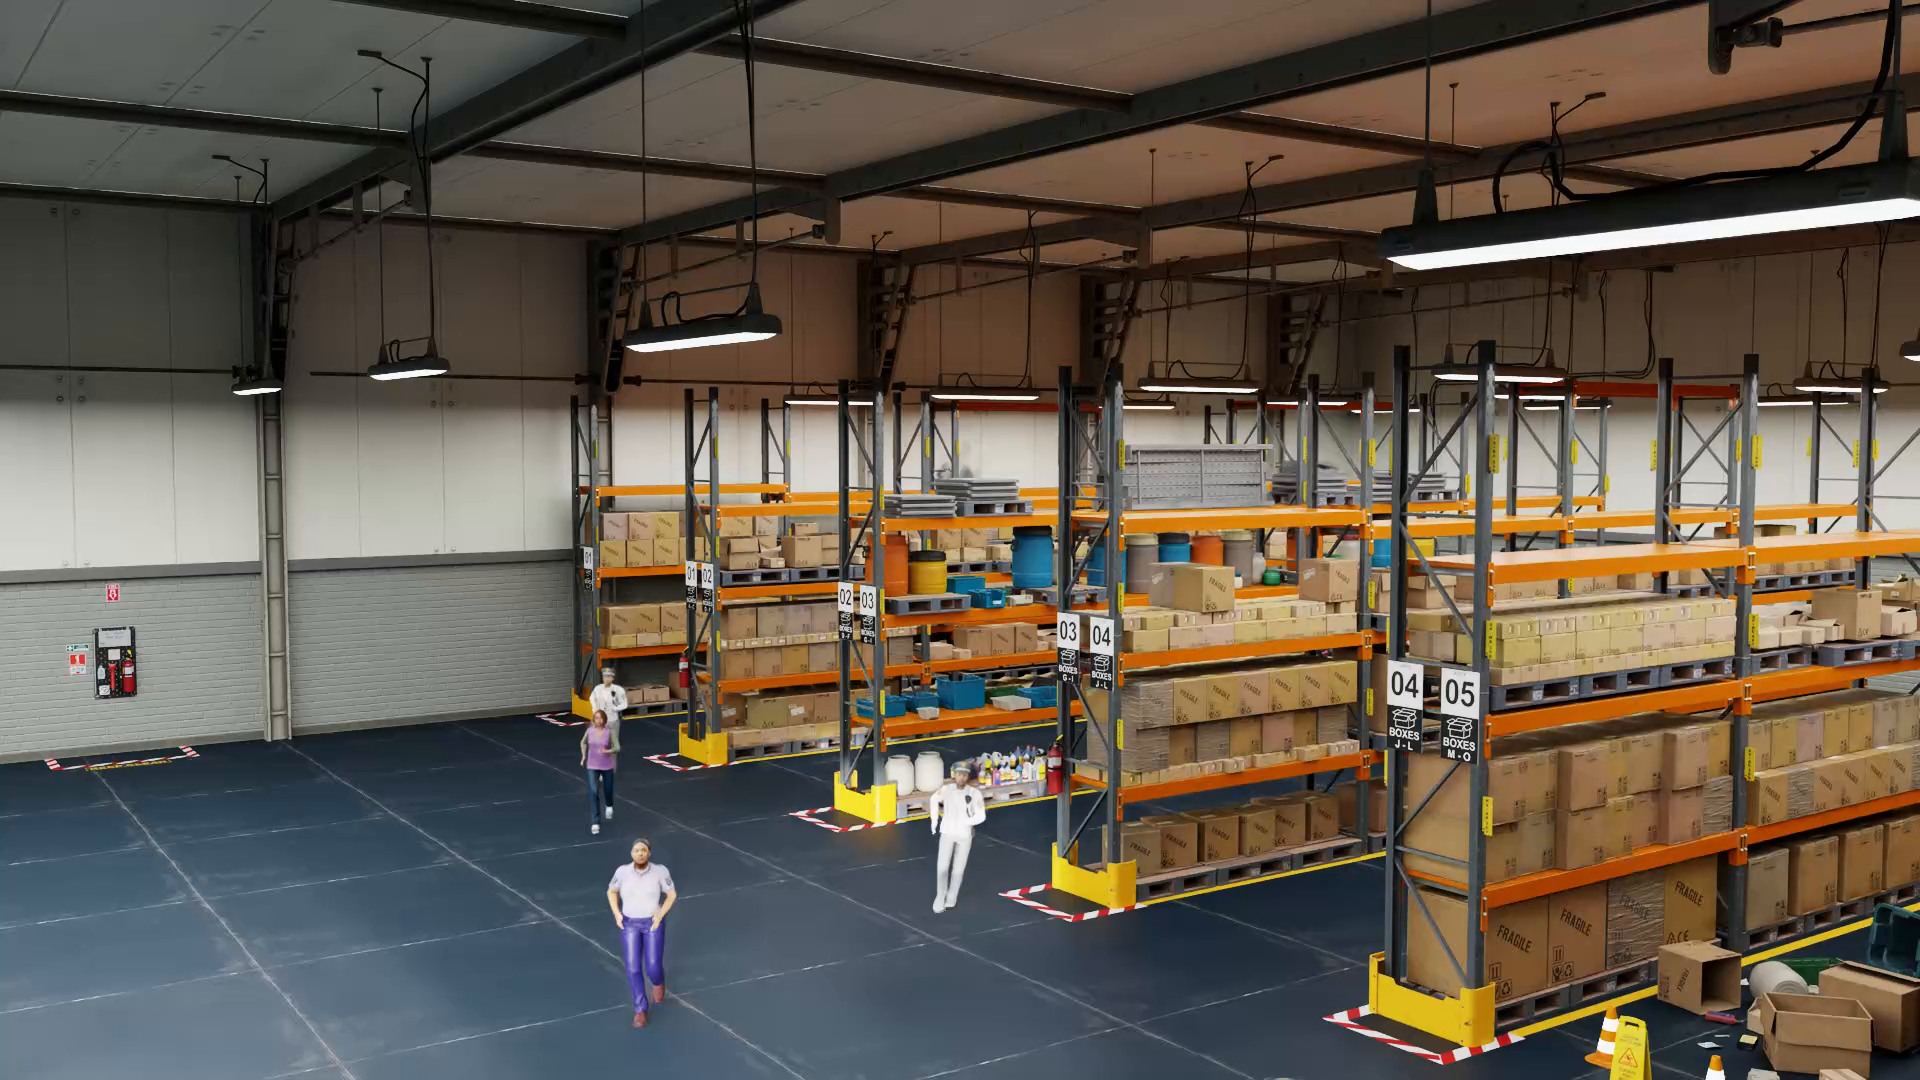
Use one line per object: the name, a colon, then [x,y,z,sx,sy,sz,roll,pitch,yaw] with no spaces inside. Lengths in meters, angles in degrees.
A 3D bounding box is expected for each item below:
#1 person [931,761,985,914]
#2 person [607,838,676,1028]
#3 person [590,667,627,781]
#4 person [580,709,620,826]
person: [-0.026,3.233,18.159,0.608,1.668,0.611,0,3,2]
person: [-2.875,3.468,14.896,0.565,1.629,0.659,0,3,-5]
person: [-5.372,2.795,25.388,0.601,1.733,0.676,0,3,-3]
person: [-4.771,3.099,22.069,0.542,1.281,0.759,0,3,-6]
